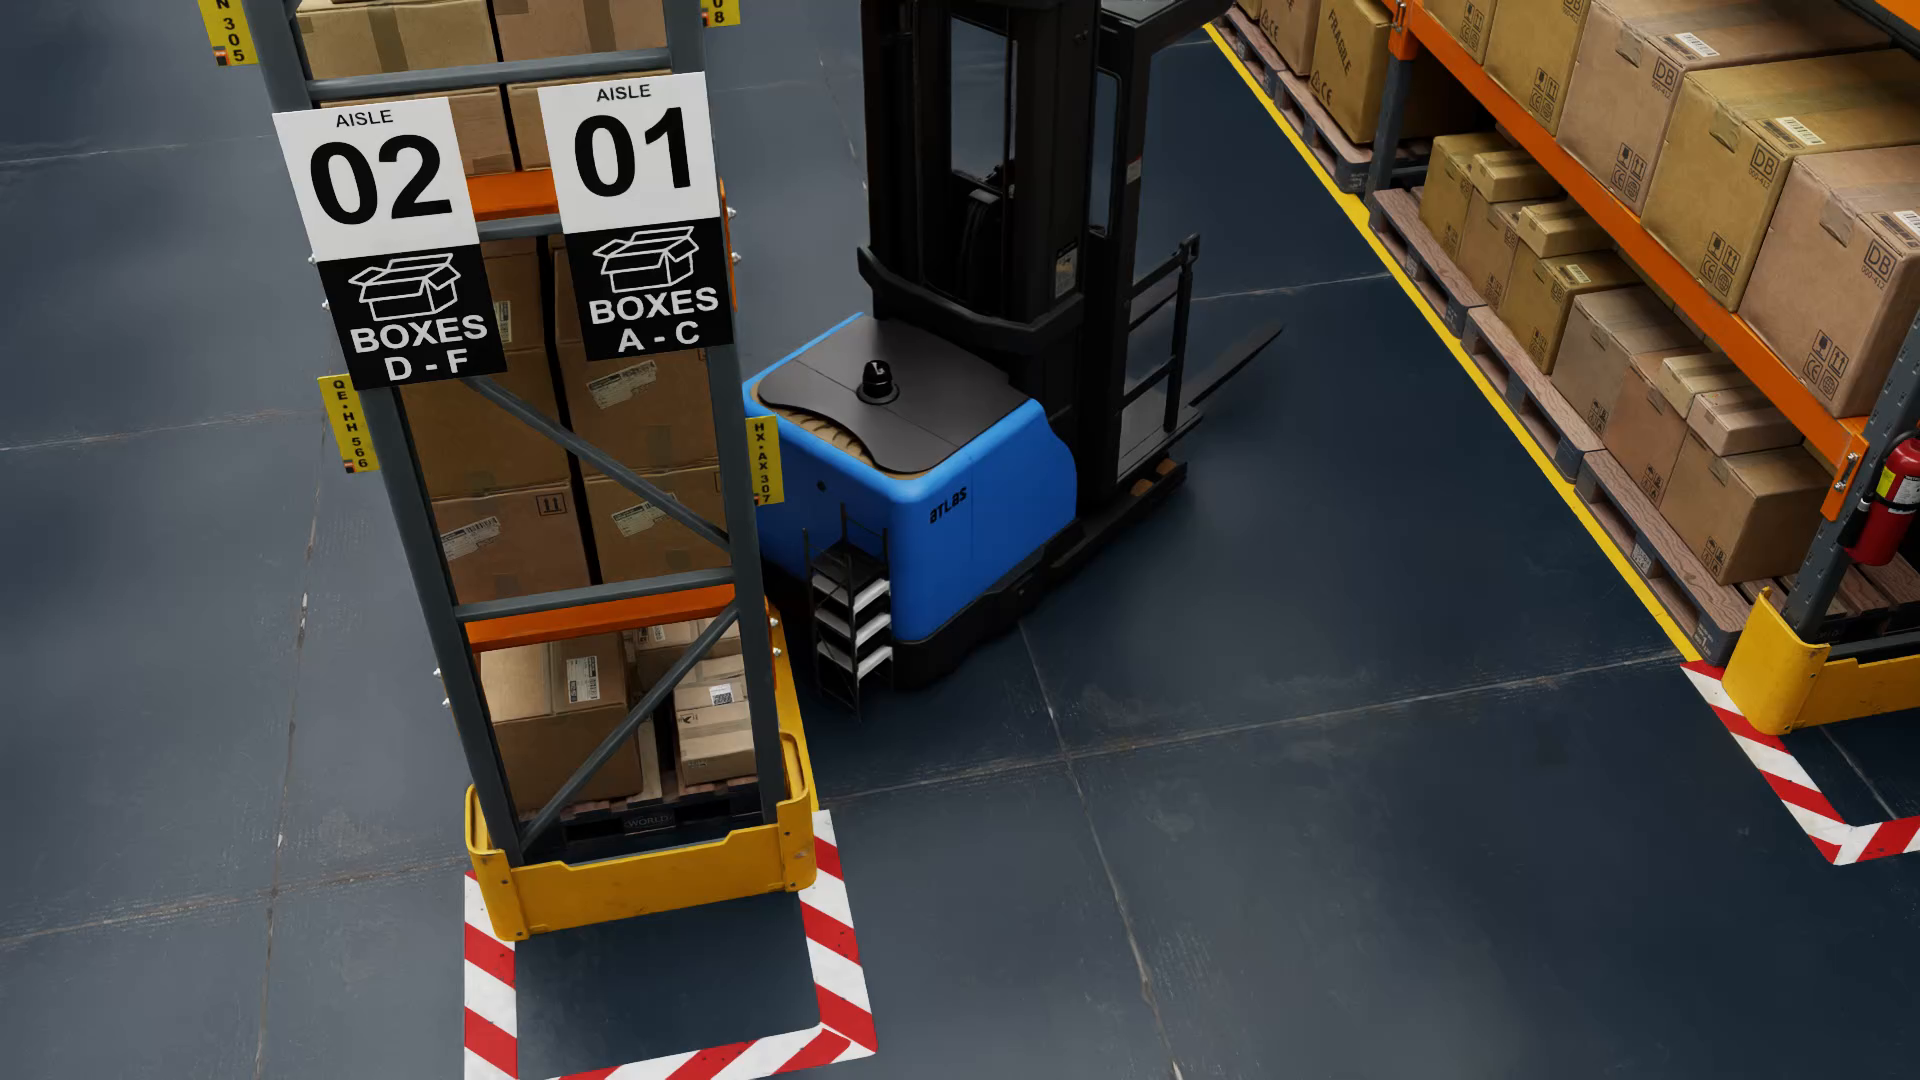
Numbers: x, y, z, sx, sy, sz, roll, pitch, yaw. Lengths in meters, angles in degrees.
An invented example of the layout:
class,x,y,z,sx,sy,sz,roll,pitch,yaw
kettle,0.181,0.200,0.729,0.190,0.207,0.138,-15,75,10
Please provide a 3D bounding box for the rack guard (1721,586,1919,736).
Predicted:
class,x,y,z,sx,sy,sz,roll,pitch,yaw
rack guard,3.735,0.409,6.694,1.175,0.500,0.348,-8,42,-9

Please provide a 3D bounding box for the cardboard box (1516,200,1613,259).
class,x,y,z,sx,sy,sz,roll,pitch,yaw
cardboard box,2.936,-1.513,8.054,0.380,0.149,0.250,-9,42,-11

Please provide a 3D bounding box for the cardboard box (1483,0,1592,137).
class,x,y,z,sx,sy,sz,roll,pitch,yaw
cardboard box,3.120,-2.418,7.770,0.980,0.700,0.700,-9,42,-10

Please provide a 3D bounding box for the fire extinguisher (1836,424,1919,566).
class,x,y,z,sx,sy,sz,roll,pitch,yaw
fire extinguisher,3.312,-0.209,5.847,0.296,0.674,0.183,-8,42,-9

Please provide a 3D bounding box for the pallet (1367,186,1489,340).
class,x,y,z,sx,sy,sz,roll,pitch,yaw
pallet,2.954,-1.587,9.160,1.003,0.211,1.213,-8,42,-9

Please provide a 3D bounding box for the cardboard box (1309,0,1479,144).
class,x,y,z,sx,sy,sz,roll,pitch,yaw
cardboard box,2.599,-2.890,9.831,0.750,0.750,0.750,-8,42,-9

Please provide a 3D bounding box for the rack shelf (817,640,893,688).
class,x,y,z,sx,sy,sz,roll,pitch,yaw
rack shelf,-0.429,0.454,6.664,0.258,0.077,0.200,30,50,29

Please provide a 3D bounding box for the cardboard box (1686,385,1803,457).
class,x,y,z,sx,sy,sz,roll,pitch,yaw
cardboard box,3.276,-0.502,6.916,0.380,0.149,0.250,-9,42,-10

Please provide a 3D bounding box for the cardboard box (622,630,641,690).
class,x,y,z,sx,sy,sz,roll,pitch,yaw
cardboard box,-1.464,0.474,6.541,0.380,0.166,0.250,-8,42,-9

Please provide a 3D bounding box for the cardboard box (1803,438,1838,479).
class,x,y,z,sx,sy,sz,roll,pitch,yaw
cardboard box,3.703,-0.393,6.793,0.380,0.149,0.250,-8,42,-9

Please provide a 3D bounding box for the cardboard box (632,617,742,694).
class,x,y,z,sx,sy,sz,roll,pitch,yaw
cardboard box,-1.054,0.318,6.654,0.500,0.250,0.500,-8,42,-9

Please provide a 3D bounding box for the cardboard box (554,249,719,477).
class,x,y,z,sx,sy,sz,roll,pitch,yaw
cardboard box,-0.944,-0.566,5.081,0.500,0.500,0.500,-7,42,-8

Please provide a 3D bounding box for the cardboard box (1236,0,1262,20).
class,x,y,z,sx,sy,sz,roll,pitch,yaw
cardboard box,2.217,-4.016,11.099,0.750,0.750,0.750,-9,42,-9

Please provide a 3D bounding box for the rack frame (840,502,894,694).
class,x,y,z,sx,sy,sz,roll,pitch,yaw
rack frame,-0.363,0.243,6.580,0.240,0.900,0.006,30,50,29

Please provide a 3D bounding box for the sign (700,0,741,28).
class,x,y,z,sx,sy,sz,roll,pitch,yaw
sign,-0.576,-1.355,3.881,0.100,0.325,0.005,-8,42,-9

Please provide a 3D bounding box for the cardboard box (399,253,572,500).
class,x,y,z,sx,sy,sz,roll,pitch,yaw
cardboard box,-1.471,-0.489,4.995,0.500,0.500,0.500,-9,42,-10

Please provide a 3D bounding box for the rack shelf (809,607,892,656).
class,x,y,z,sx,sy,sz,roll,pitch,yaw
rack shelf,-0.429,0.319,6.544,0.258,0.077,0.200,30,50,29

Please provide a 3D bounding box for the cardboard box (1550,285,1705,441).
class,x,y,z,sx,sy,sz,roll,pitch,yaw
cardboard box,3.264,-0.853,7.800,0.700,0.500,0.500,-10,42,-11

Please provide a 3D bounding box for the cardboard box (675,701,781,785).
class,x,y,z,sx,sy,sz,roll,pitch,yaw
cardboard box,-0.861,0.752,6.241,0.380,0.149,0.250,-8,42,-9

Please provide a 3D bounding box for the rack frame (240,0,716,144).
class,x,y,z,sx,sy,sz,roll,pitch,yaw
rack frame,-1.106,-2.072,3.088,1.000,3.000,0.127,-8,42,-9

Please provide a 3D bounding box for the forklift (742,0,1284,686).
class,x,y,z,sx,sy,sz,roll,pitch,yaw
forklift,0.406,-1.409,6.912,1.130,2.935,3.031,30,50,29

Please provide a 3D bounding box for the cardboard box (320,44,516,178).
class,x,y,z,sx,sy,sz,roll,pitch,yaw
cardboard box,-1.474,-1.190,4.466,0.500,0.250,0.500,-8,42,-9

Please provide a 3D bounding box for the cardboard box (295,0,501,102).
class,x,y,z,sx,sy,sz,roll,pitch,yaw
cardboard box,-1.466,-1.378,4.301,0.500,0.250,0.500,-8,42,-9

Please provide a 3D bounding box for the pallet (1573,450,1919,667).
class,x,y,z,sx,sy,sz,roll,pitch,yaw
pallet,3.481,-0.005,7.379,1.003,0.211,1.213,-8,42,-9

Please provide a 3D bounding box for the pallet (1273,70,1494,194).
class,x,y,z,sx,sy,sz,roll,pitch,yaw
pallet,2.626,-2.580,10.280,1.003,0.211,1.213,-8,42,-9

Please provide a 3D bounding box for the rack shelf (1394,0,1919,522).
class,x,y,z,sx,sy,sz,roll,pitch,yaw
rack shelf,3.298,-1.568,7.581,1.077,0.370,4.000,-8,42,-9

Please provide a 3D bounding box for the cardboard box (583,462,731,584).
class,x,y,z,sx,sy,sz,roll,pitch,yaw
cardboard box,-0.944,-0.192,5.413,0.500,0.500,0.500,-8,42,-8

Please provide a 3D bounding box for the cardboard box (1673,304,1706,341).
class,x,y,z,sx,sy,sz,roll,pitch,yaw
cardboard box,3.484,-1.048,7.531,0.380,0.149,0.250,-8,42,-9

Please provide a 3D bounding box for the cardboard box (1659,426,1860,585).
class,x,y,z,sx,sy,sz,roll,pitch,yaw
cardboard box,3.481,-0.203,7.067,0.700,0.500,0.500,-8,42,-9

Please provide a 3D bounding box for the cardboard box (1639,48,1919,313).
class,x,y,z,sx,sy,sz,roll,pitch,yaw
cardboard box,3.442,-1.452,6.682,0.980,0.700,0.700,-9,42,-10

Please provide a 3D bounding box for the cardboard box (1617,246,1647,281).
class,x,y,z,sx,sy,sz,roll,pitch,yaw
cardboard box,3.374,-1.379,7.903,0.380,0.149,0.250,-9,42,-10

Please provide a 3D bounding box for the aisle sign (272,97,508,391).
class,x,y,z,sx,sy,sz,roll,pitch,yaw
aisle sign,-1.391,-0.713,4.117,0.394,0.787,0.004,-8,42,-9

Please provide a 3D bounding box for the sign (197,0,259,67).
class,x,y,z,sx,sy,sz,roll,pitch,yaw
sign,-1.652,-1.215,3.715,0.100,0.325,0.005,-8,42,-9

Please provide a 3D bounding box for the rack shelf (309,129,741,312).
class,x,y,z,sx,sy,sz,roll,pitch,yaw
rack shelf,-1.538,-1.978,5.783,1.077,0.370,4.000,-8,42,-9

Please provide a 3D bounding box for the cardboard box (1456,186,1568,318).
class,x,y,z,sx,sy,sz,roll,pitch,yaw
cardboard box,3.033,-1.531,8.563,0.700,0.500,0.500,-9,42,-10

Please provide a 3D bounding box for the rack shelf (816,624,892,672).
class,x,y,z,sx,sy,sz,roll,pitch,yaw
rack shelf,-0.429,0.387,6.604,0.258,0.077,0.200,30,50,29

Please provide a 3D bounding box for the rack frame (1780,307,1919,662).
class,x,y,z,sx,sy,sz,roll,pitch,yaw
rack frame,3.730,-0.541,5.882,1.000,3.000,0.127,-8,42,-9

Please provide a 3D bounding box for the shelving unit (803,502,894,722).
class,x,y,z,sx,sy,sz,roll,pitch,yaw
shelving unit,-0.429,0.294,6.522,0.258,0.900,0.210,30,50,29

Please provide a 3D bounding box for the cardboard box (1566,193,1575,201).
class,x,y,z,sx,sy,sz,roll,pitch,yaw
cardboard box,3.264,-1.710,8.276,0.380,0.149,0.250,-10,42,-11
